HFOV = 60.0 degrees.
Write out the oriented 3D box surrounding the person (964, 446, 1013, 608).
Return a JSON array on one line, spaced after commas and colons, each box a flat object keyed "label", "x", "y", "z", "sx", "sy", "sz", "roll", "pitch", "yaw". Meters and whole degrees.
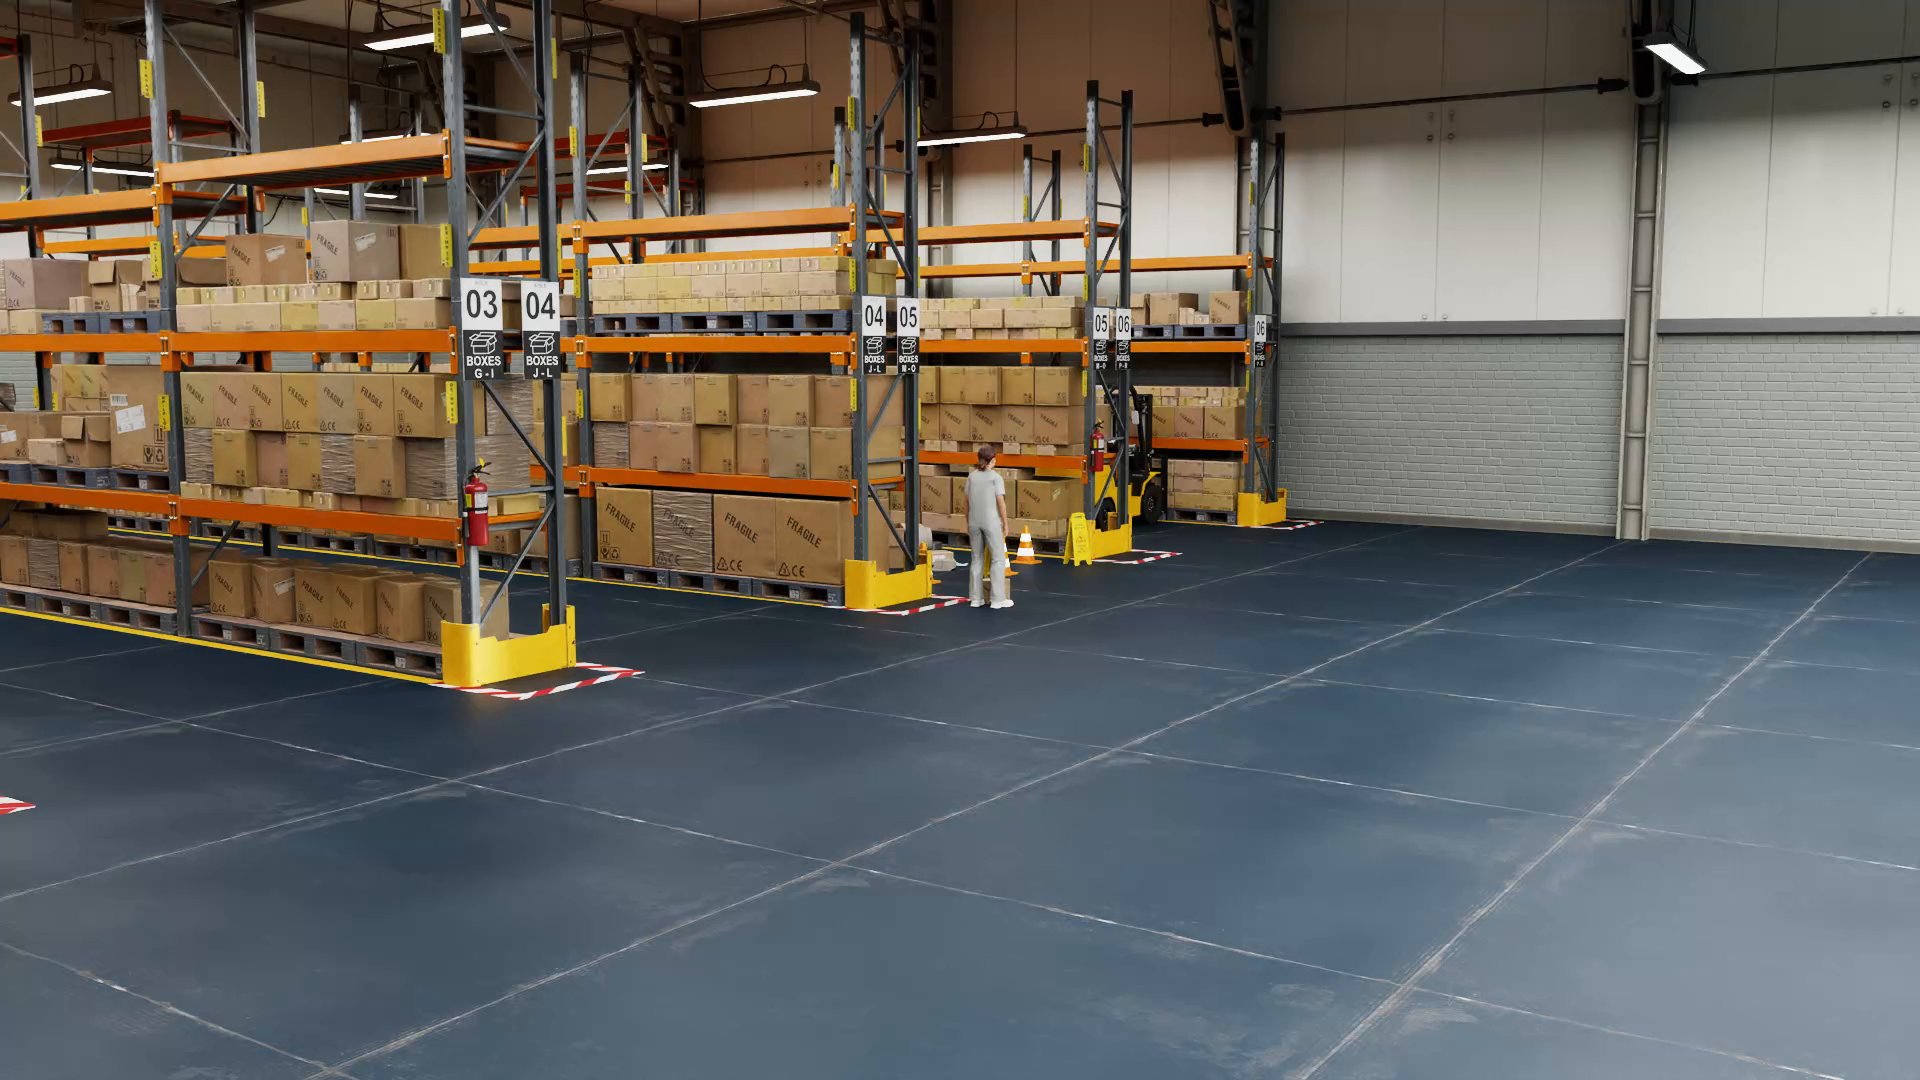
[{"label": "person", "x": 0.273, "y": -0.139, "z": 17.209, "sx": 0.489, "sy": 1.672, "sz": 0.359, "roll": 3, "pitch": 7, "yaw": 28}]
